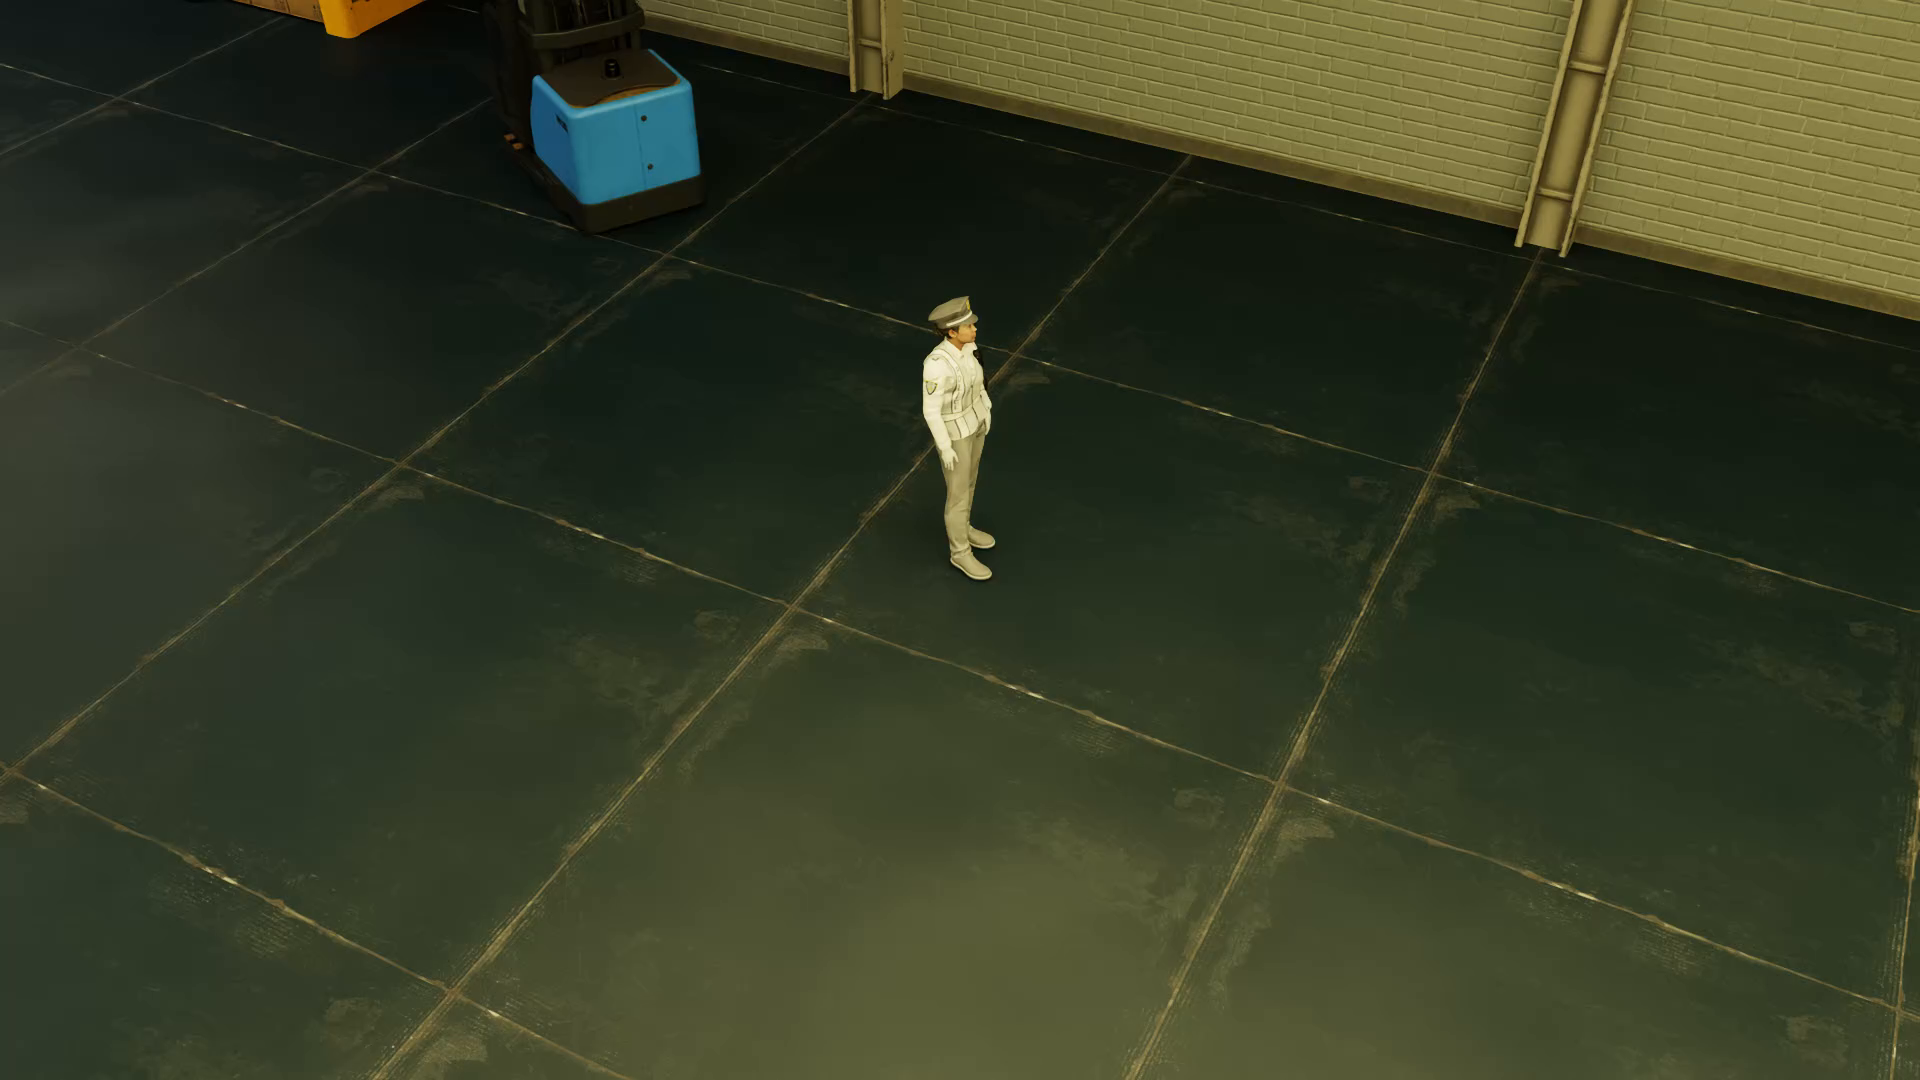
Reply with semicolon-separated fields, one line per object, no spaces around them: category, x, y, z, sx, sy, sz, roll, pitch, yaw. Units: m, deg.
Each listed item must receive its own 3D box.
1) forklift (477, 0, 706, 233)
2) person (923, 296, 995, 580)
forklift;-3.252;-4.446;13.266;1.130;2.935;3.031;-22;45;-24
person;0.058;-0.629;9.682;0.530;1.694;0.587;18;43;21
